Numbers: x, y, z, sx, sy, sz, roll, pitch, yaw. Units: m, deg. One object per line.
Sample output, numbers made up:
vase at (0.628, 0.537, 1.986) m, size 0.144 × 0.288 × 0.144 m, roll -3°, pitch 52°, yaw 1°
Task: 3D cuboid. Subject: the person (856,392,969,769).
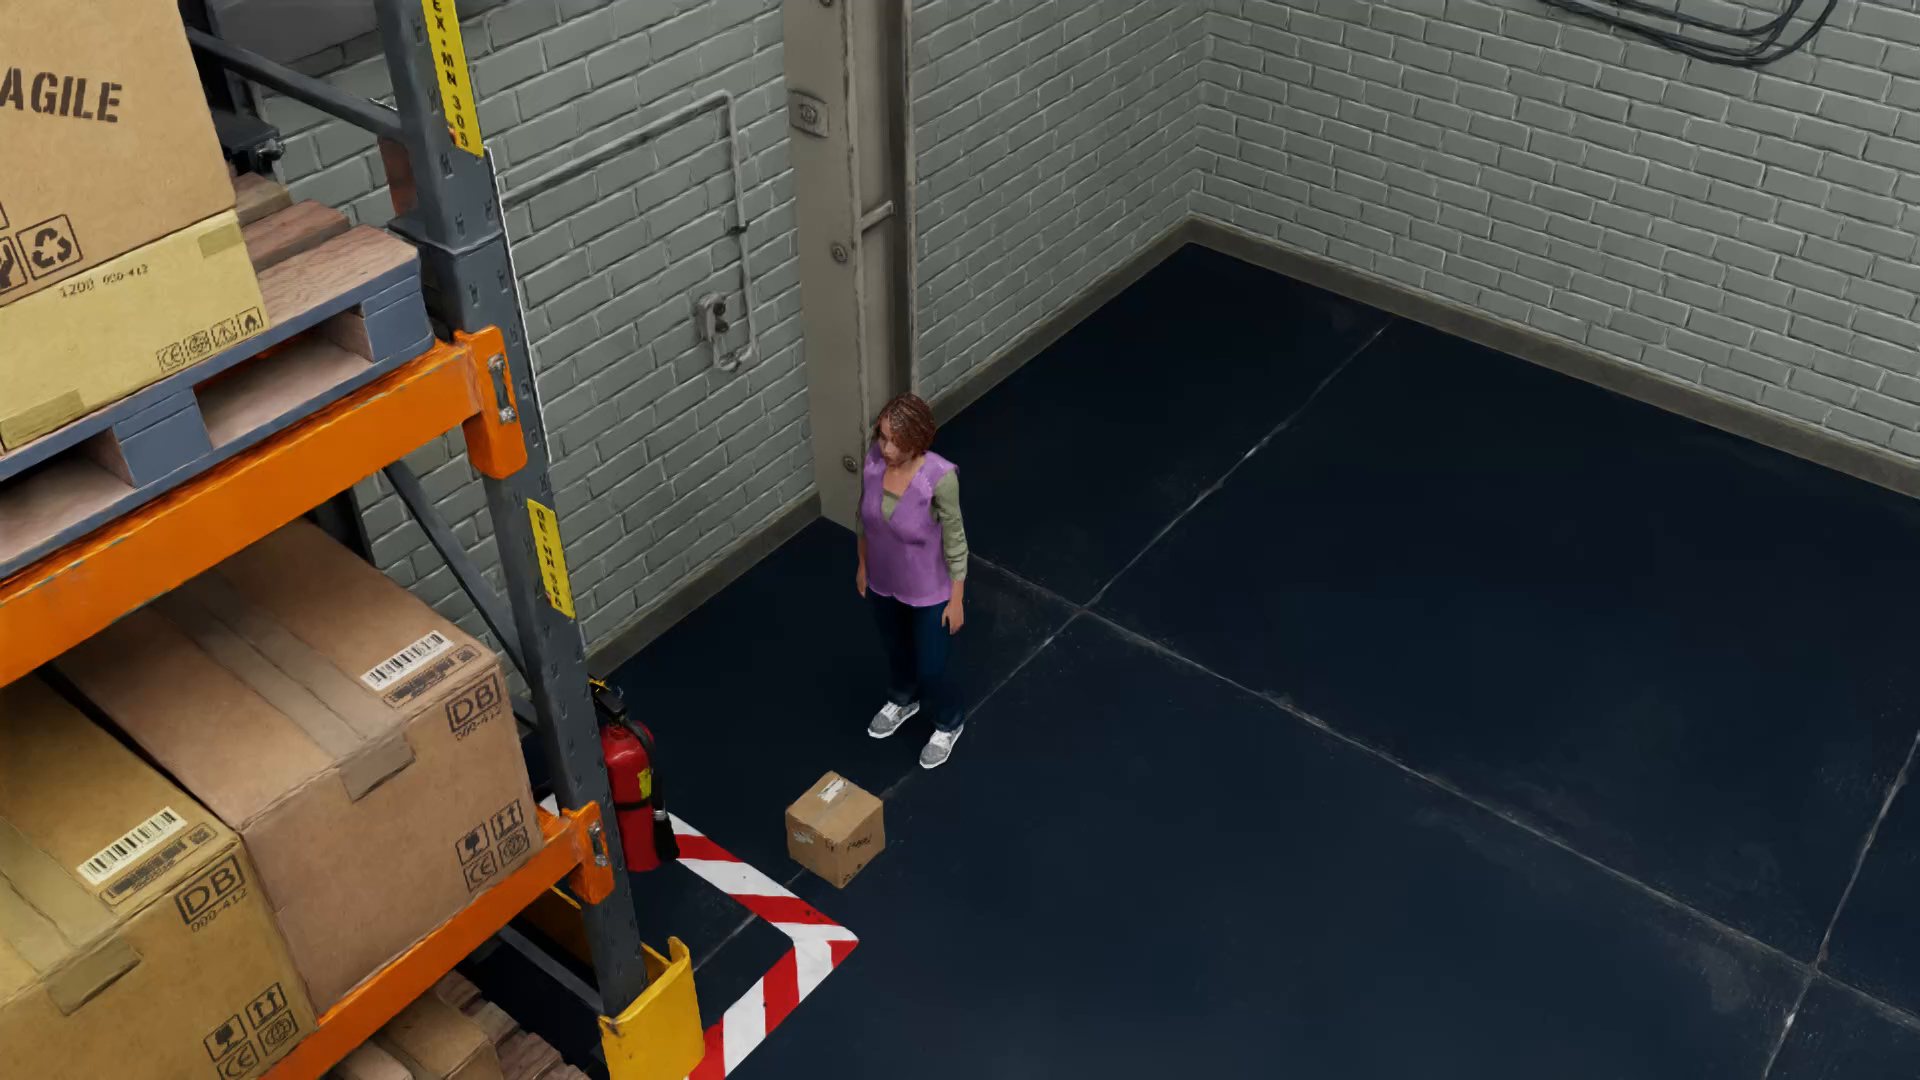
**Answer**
person at (-0.163, 0.141, 5.958) m, size 0.456 × 1.594 × 0.349 m, roll 21°, pitch 44°, yaw 24°
